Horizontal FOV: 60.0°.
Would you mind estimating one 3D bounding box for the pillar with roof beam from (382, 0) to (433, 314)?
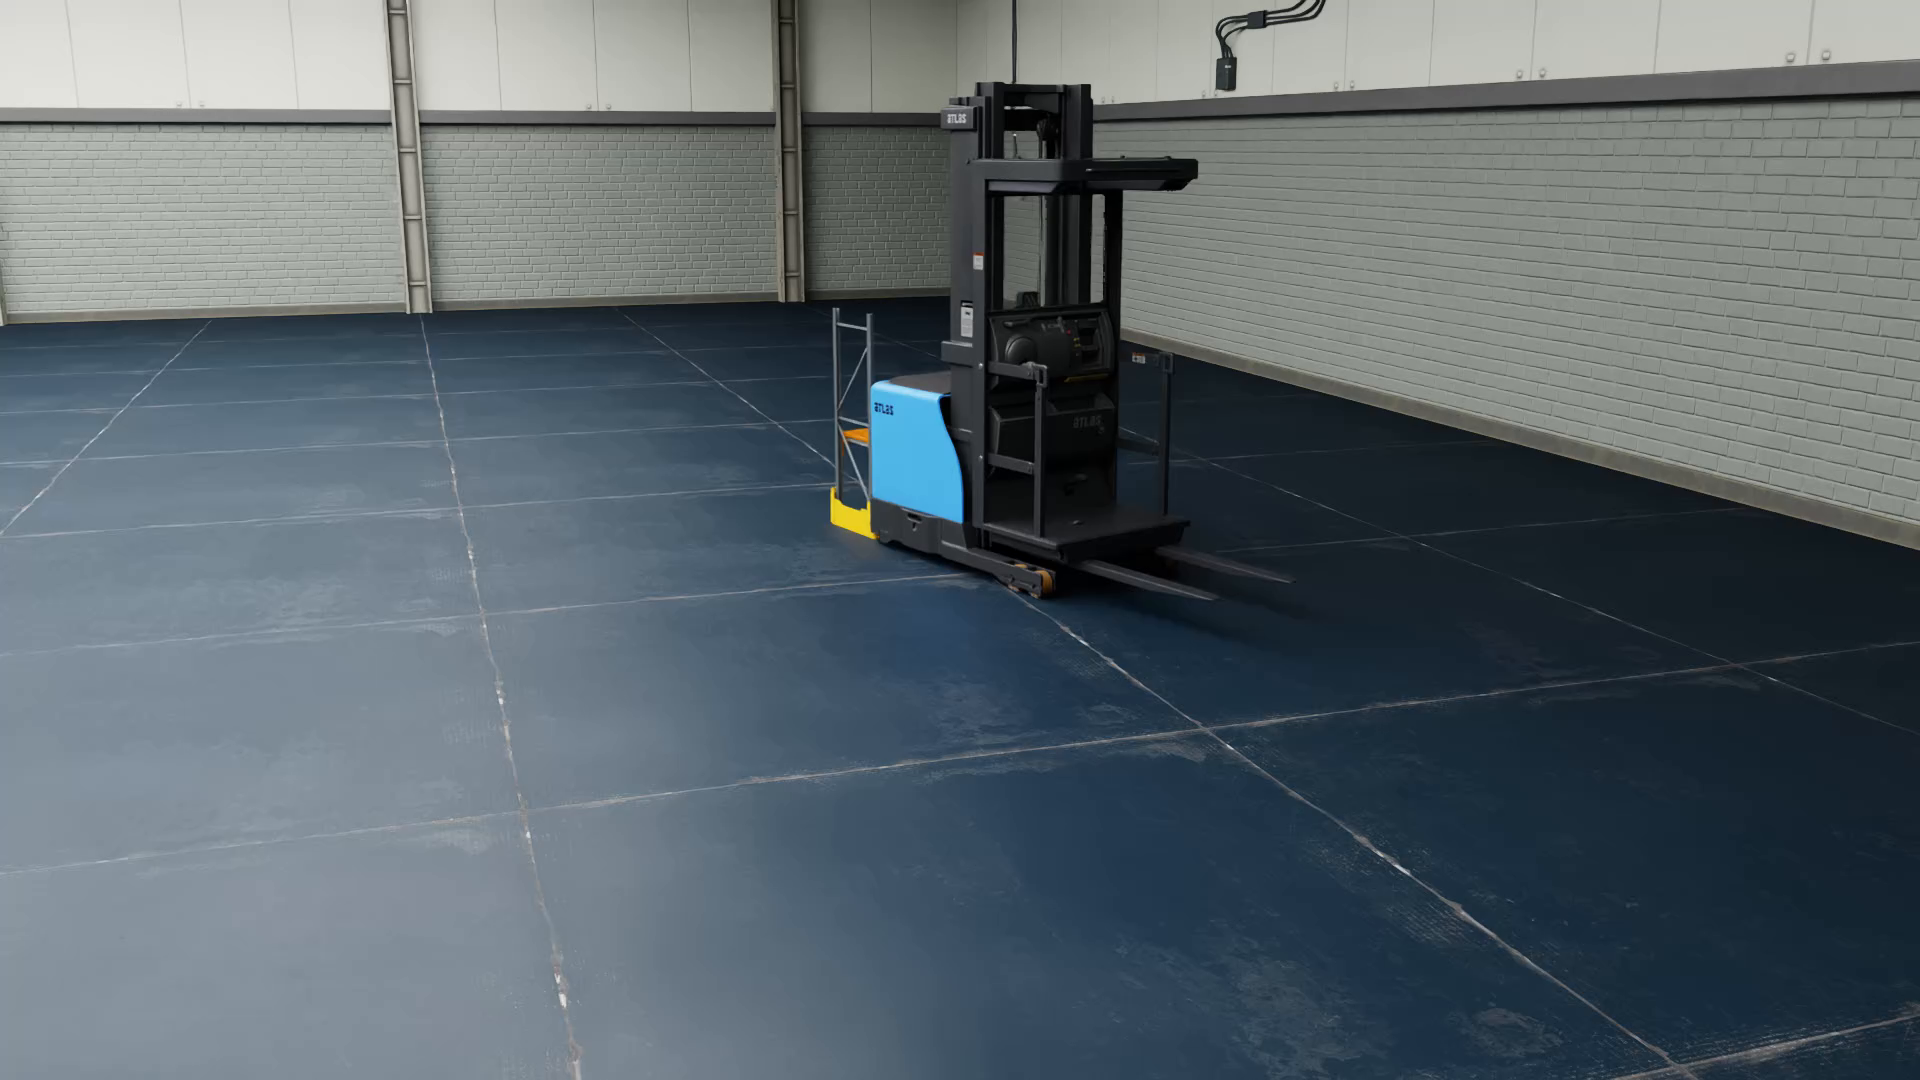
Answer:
[{"bbox_3d":[-7.163,-7.031,21.257,0.400,9.000,9.100,-4,14,-18],"label":"pillar with roof beam"}]

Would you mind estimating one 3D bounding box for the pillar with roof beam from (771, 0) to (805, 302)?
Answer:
[{"bbox_3d":[-1.477,-7.474,23.119,0.400,9.000,9.100,-4,14,-18],"label":"pillar with roof beam"}]

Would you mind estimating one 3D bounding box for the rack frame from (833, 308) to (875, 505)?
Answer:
[{"bbox_3d":[-0.713,-0.797,11.253,0.032,1.500,0.500,-9,16,-32],"label":"rack frame"}]

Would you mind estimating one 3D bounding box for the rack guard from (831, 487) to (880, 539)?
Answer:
[{"bbox_3d":[-0.712,-0.189,11.399,0.087,0.250,0.587,-9,16,-32],"label":"rack guard"}]

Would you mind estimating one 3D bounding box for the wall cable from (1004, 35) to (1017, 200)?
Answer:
[{"bbox_3d":[0.364,-6.835,27.142,0.112,2.526,3.097,-4,14,-18],"label":"wall cable"}]

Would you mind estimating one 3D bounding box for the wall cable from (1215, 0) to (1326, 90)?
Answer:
[{"bbox_3d":[3.377,-7.917,17.631,0.169,6.003,2.305,-4,14,-18],"label":"wall cable"}]

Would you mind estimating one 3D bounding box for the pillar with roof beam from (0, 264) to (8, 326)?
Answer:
[{"bbox_3d":[-12.850,-6.589,19.395,0.400,9.000,9.100,-4,14,-18],"label":"pillar with roof beam"}]

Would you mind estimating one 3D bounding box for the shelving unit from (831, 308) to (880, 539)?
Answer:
[{"bbox_3d":[-0.297,-0.861,11.521,1.083,1.500,0.587,-9,16,-32],"label":"shelving unit"}]

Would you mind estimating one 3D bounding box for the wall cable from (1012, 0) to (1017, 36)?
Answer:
[{"bbox_3d":[1.227,-8.699,24.064,0.112,2.526,3.097,-4,14,-18],"label":"wall cable"}]

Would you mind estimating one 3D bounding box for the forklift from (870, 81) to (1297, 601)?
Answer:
[{"bbox_3d":[0.693,-1.214,9.914,1.130,2.935,3.031,-10,17,-36],"label":"forklift"}]

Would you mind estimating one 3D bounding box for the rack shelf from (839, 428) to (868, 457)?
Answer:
[{"bbox_3d":[-0.289,-0.687,11.568,1.000,0.185,0.538,-9,16,-32],"label":"rack shelf"}]
